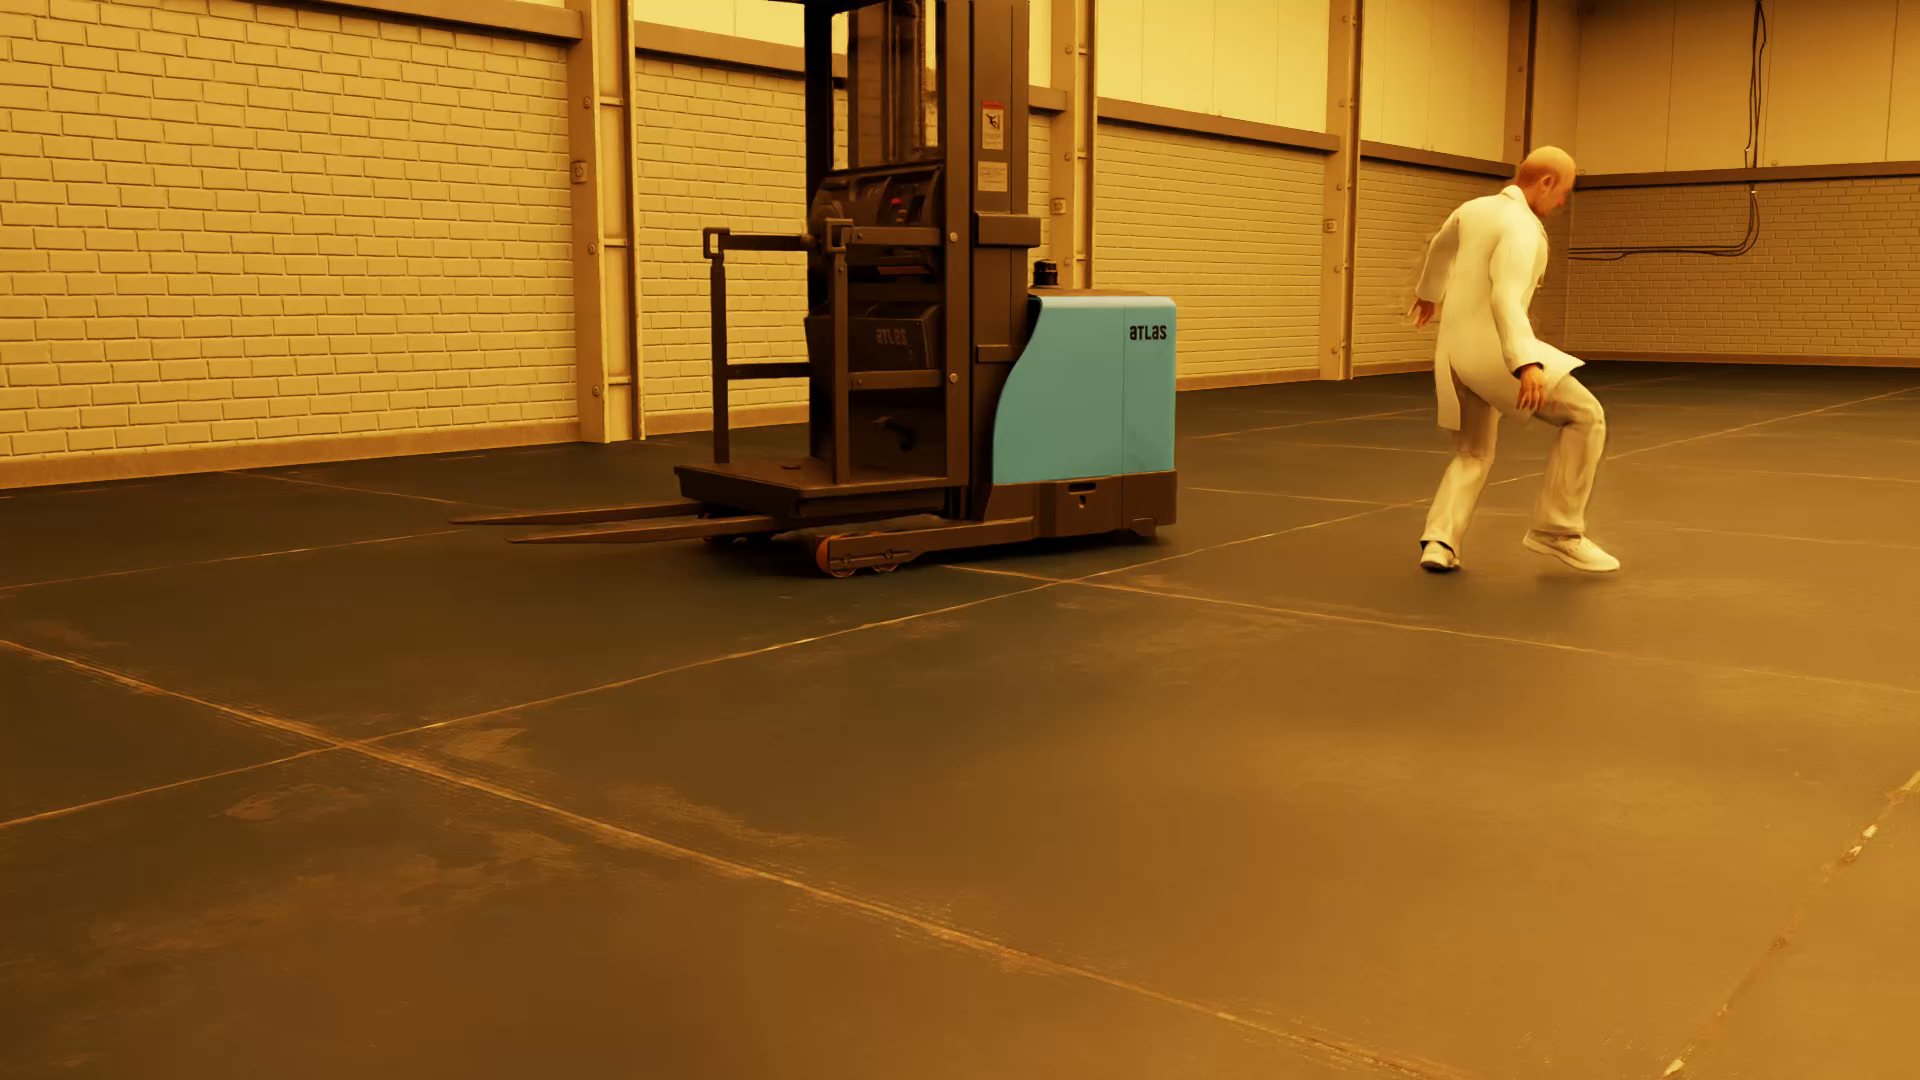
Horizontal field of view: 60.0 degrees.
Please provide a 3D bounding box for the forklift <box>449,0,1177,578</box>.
[{"bbox_3d":[-0.530,-1.390,6.781,3.031,2.935,1.130,-6,10,-35],"label":"forklift"}]

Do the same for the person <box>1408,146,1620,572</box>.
[{"bbox_3d":[2.073,-0.689,6.644,0.596,1.703,1.193,-2,9,-13],"label":"person"}]
